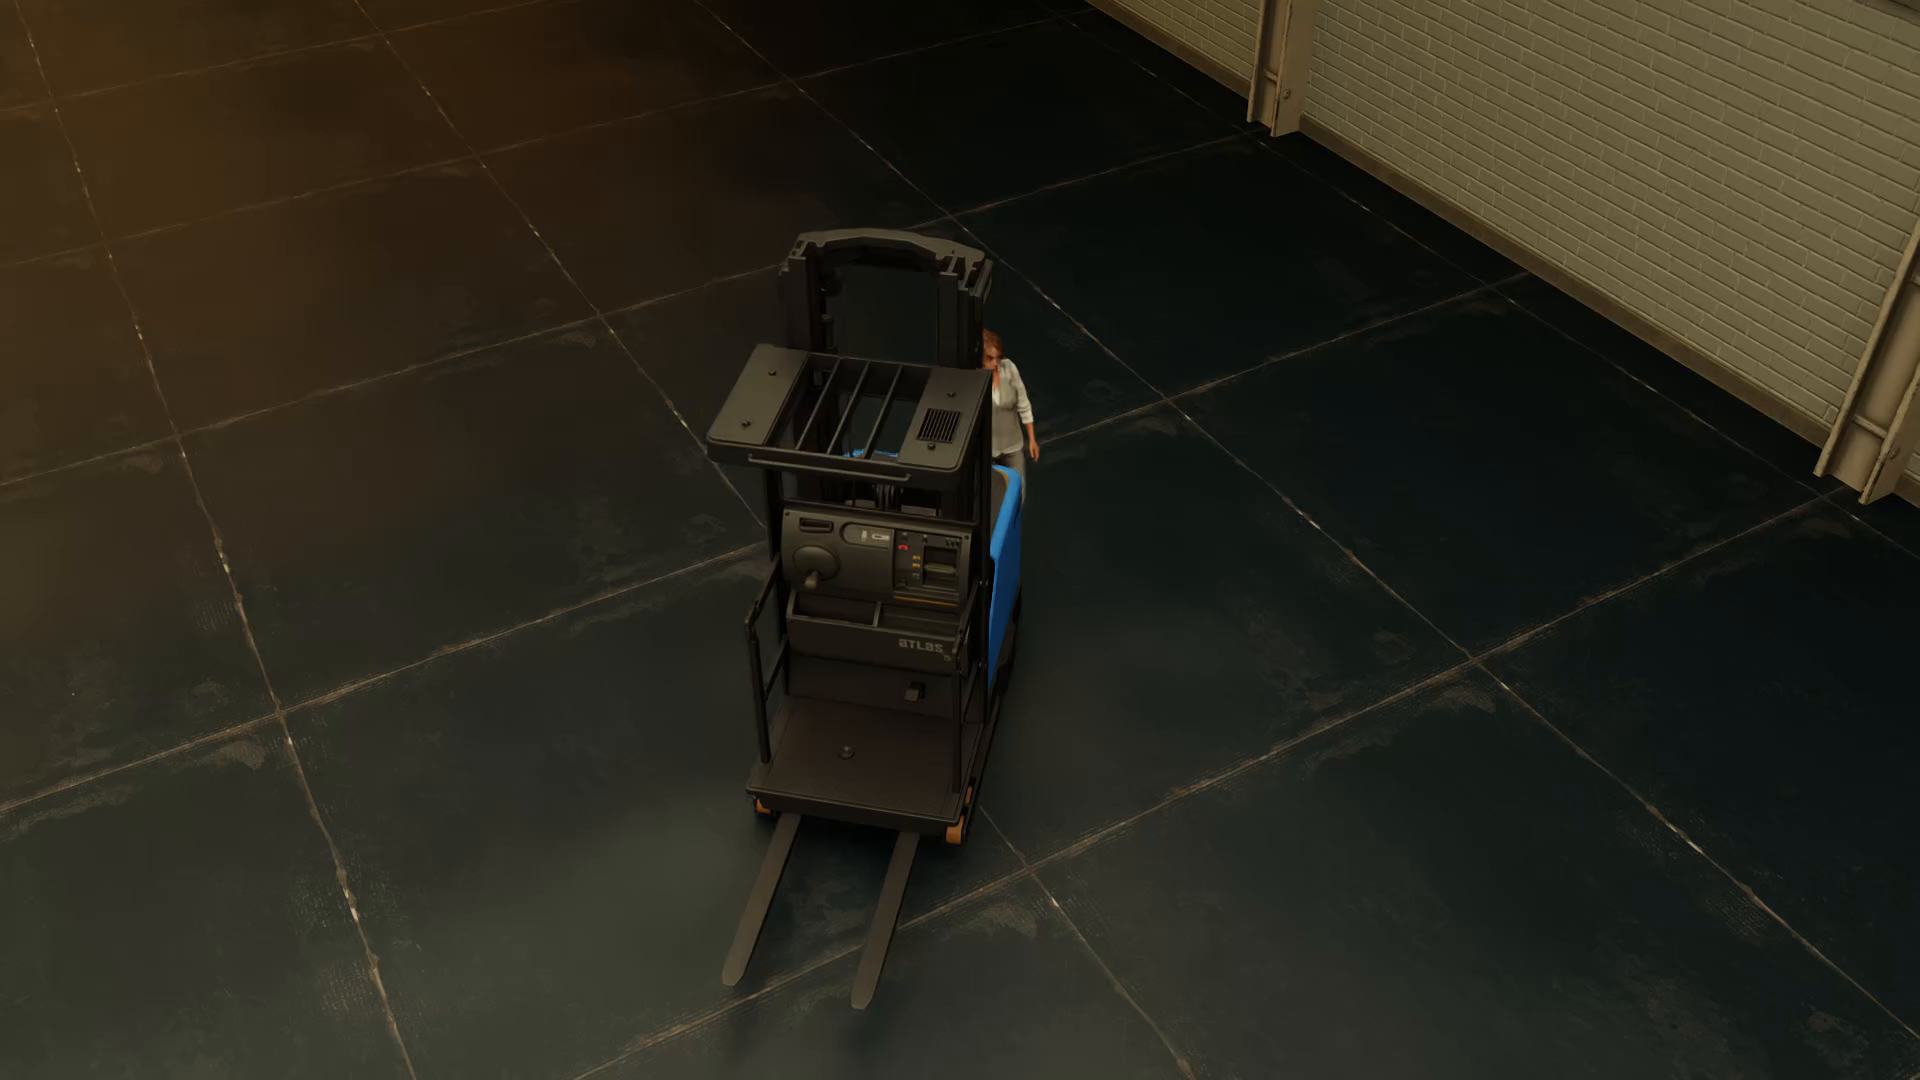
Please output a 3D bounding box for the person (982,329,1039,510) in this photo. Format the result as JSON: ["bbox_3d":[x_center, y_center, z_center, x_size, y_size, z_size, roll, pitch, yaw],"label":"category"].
[{"bbox_3d":[0.200,-0.473,9.690,0.585,1.538,0.587,-12,41,-14],"label":"person"}]

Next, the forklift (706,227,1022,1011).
[{"bbox_3d":[-0.447,0.159,7.844,1.130,2.935,3.031,8,40,9],"label":"forklift"}]
